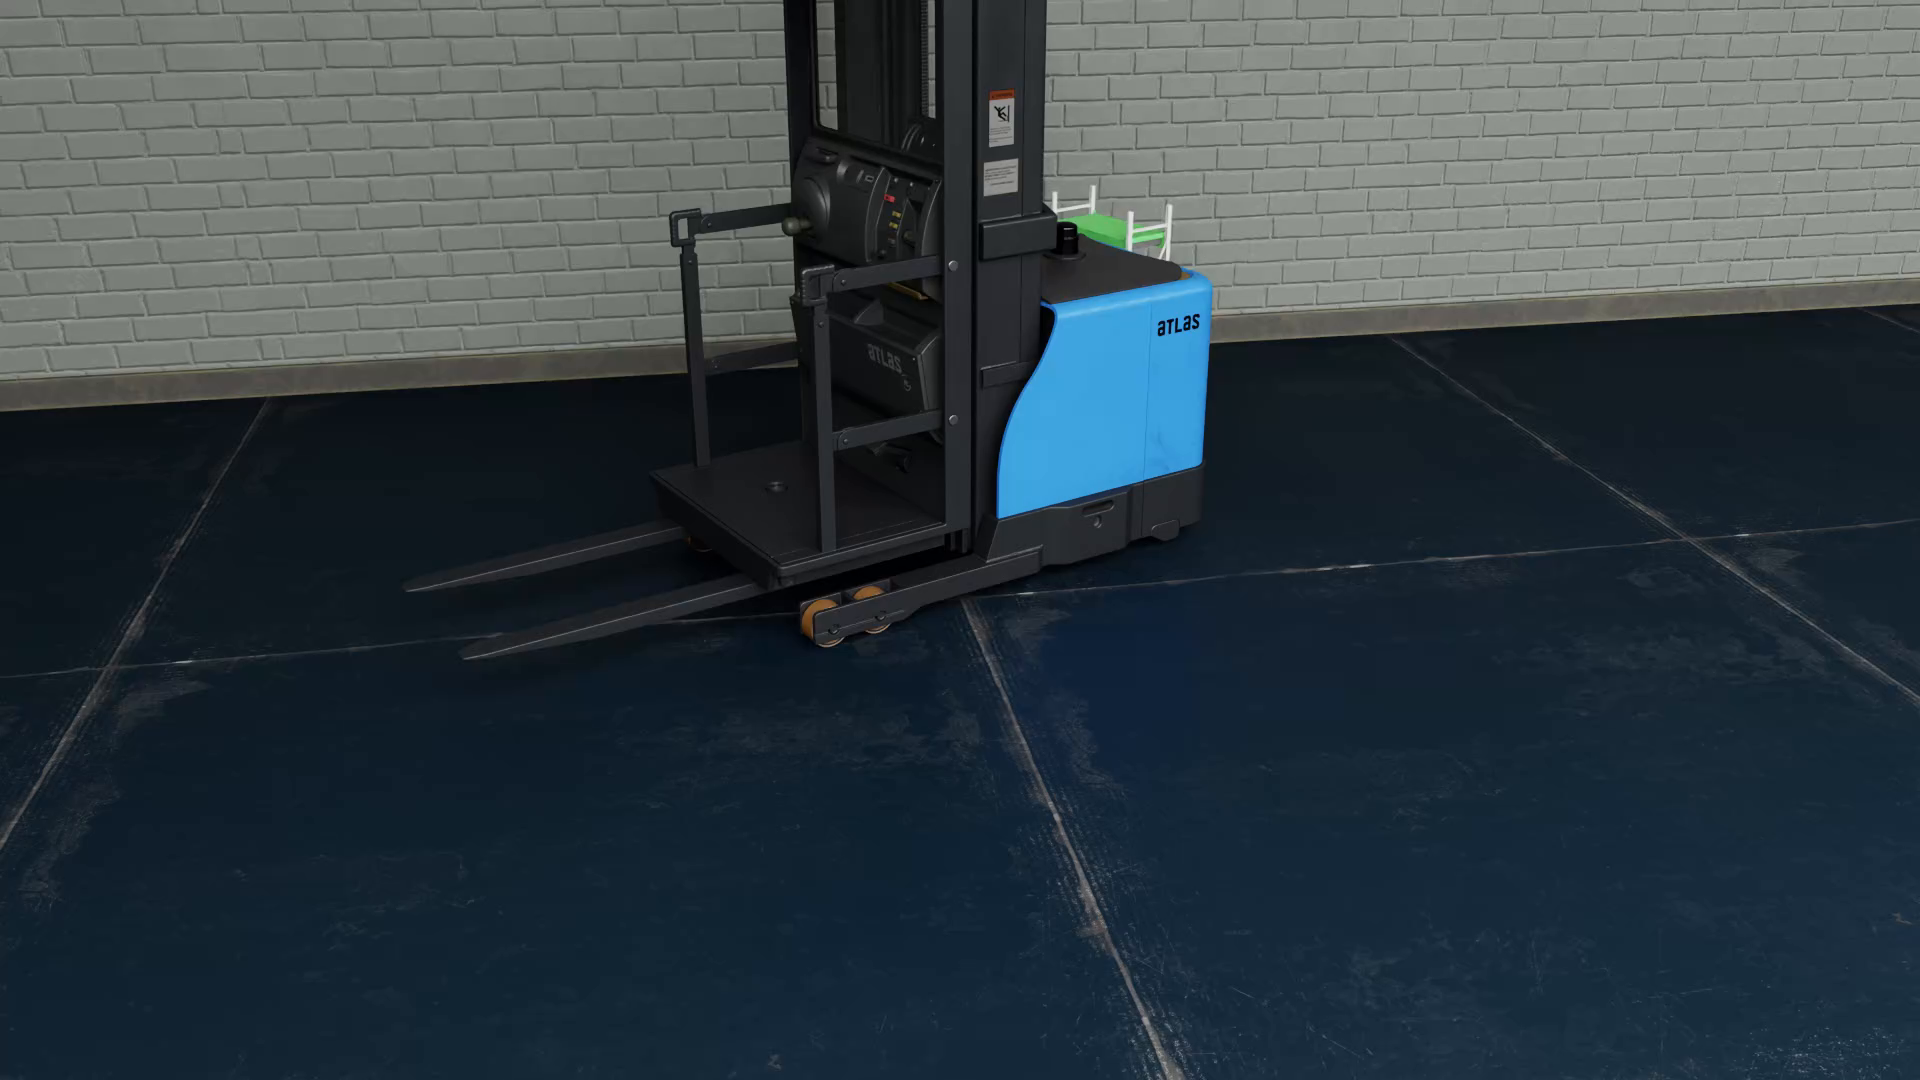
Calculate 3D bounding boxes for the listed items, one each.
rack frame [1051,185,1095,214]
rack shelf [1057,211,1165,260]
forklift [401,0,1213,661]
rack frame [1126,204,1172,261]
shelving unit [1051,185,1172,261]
[{"bbox_3d":[0.497,-0.984,7.505,0.240,1.200,0.015,-17,29,-33],"label":"rack frame"},{"bbox_3d":[0.643,-1.288,7.159,0.258,0.148,0.480,-17,29,-33],"label":"rack shelf"},{"bbox_3d":[-0.518,-1.205,5.846,3.031,2.935,1.130,-15,28,-31],"label":"forklift"},{"bbox_3d":[0.789,-0.828,7.147,0.240,1.200,0.015,-17,29,-33],"label":"rack frame"},{"bbox_3d":[0.643,-0.906,7.326,0.258,1.200,0.503,-17,29,-33],"label":"shelving unit"}]
